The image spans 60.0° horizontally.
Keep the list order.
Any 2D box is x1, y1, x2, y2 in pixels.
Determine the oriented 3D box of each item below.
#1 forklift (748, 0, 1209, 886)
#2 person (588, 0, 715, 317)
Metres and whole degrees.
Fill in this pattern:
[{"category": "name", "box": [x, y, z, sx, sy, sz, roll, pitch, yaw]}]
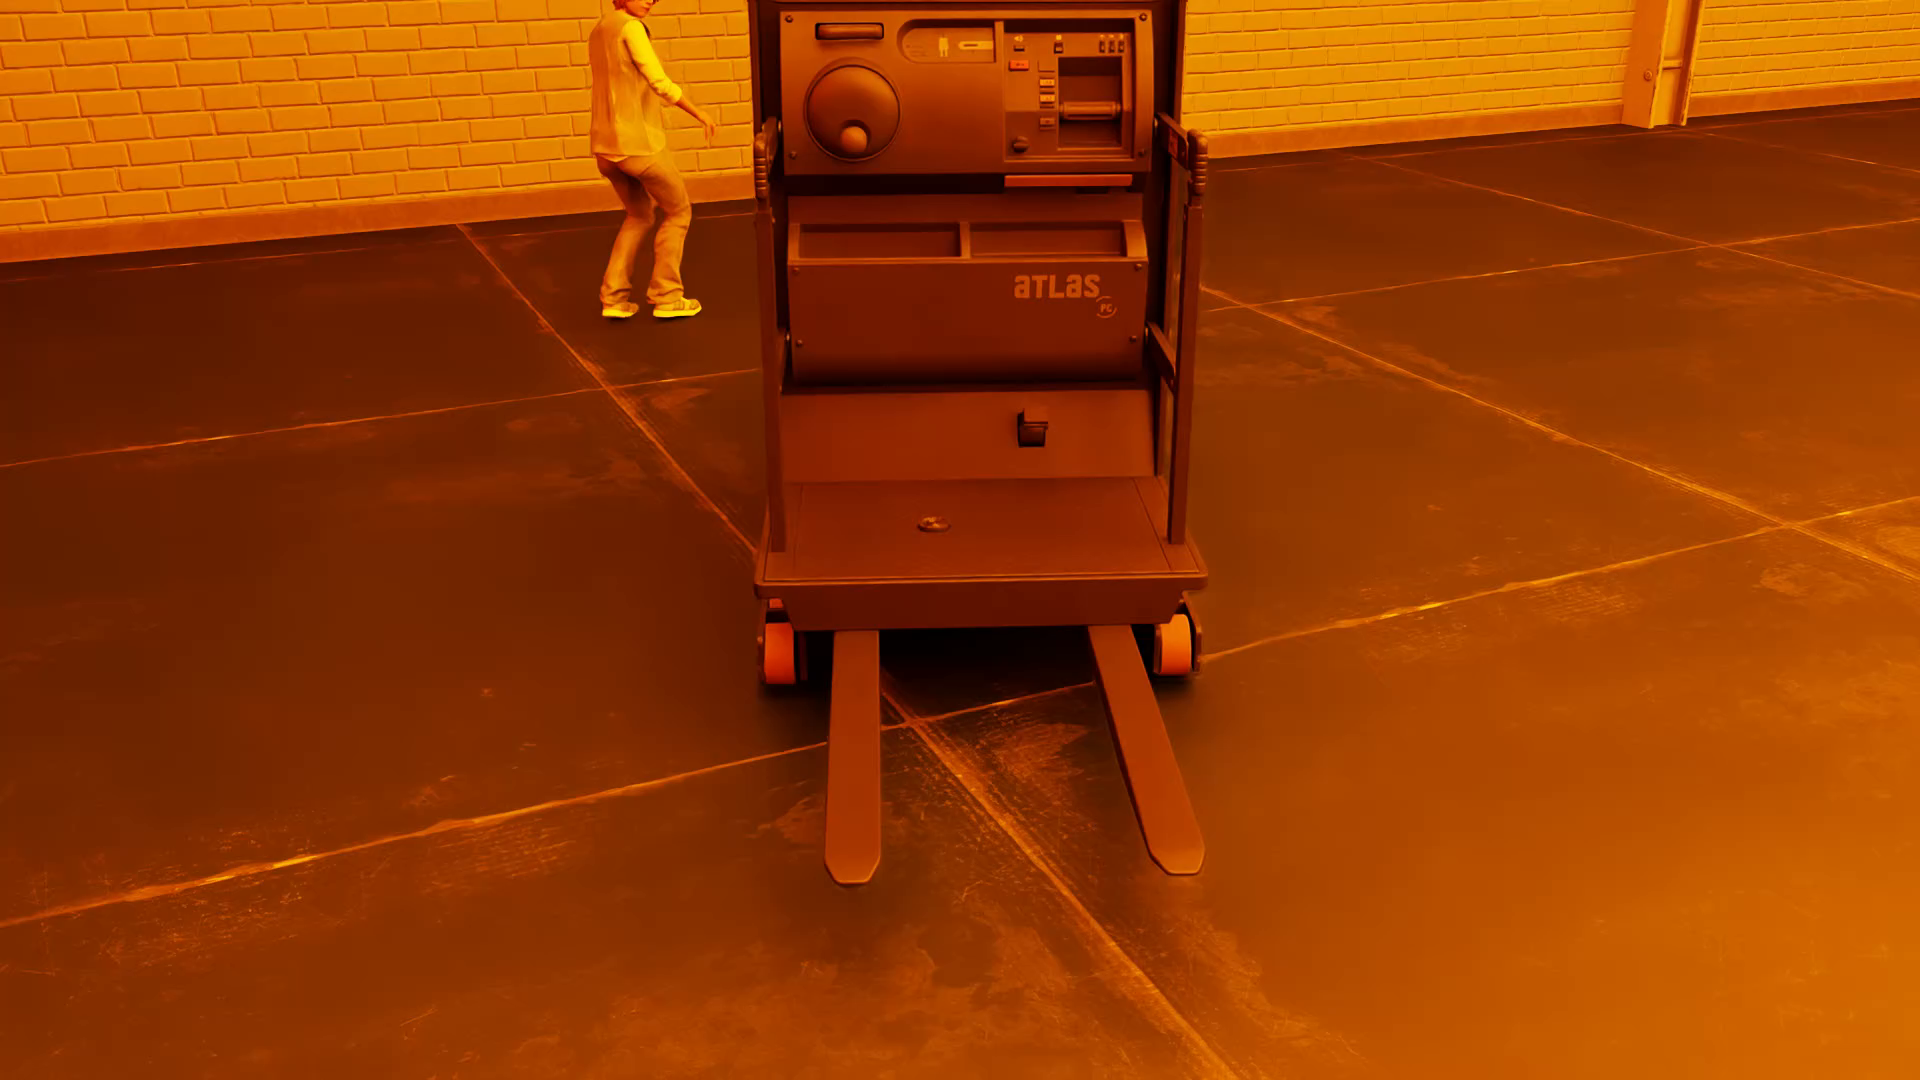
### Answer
[{"category": "forklift", "box": [0.032, -1.110, 3.959, 1.130, 2.935, 3.031, -1, 23, -3]}, {"category": "person", "box": [-1.367, -1.711, 7.284, 0.657, 1.549, 0.570, 19, 29, 38]}]
